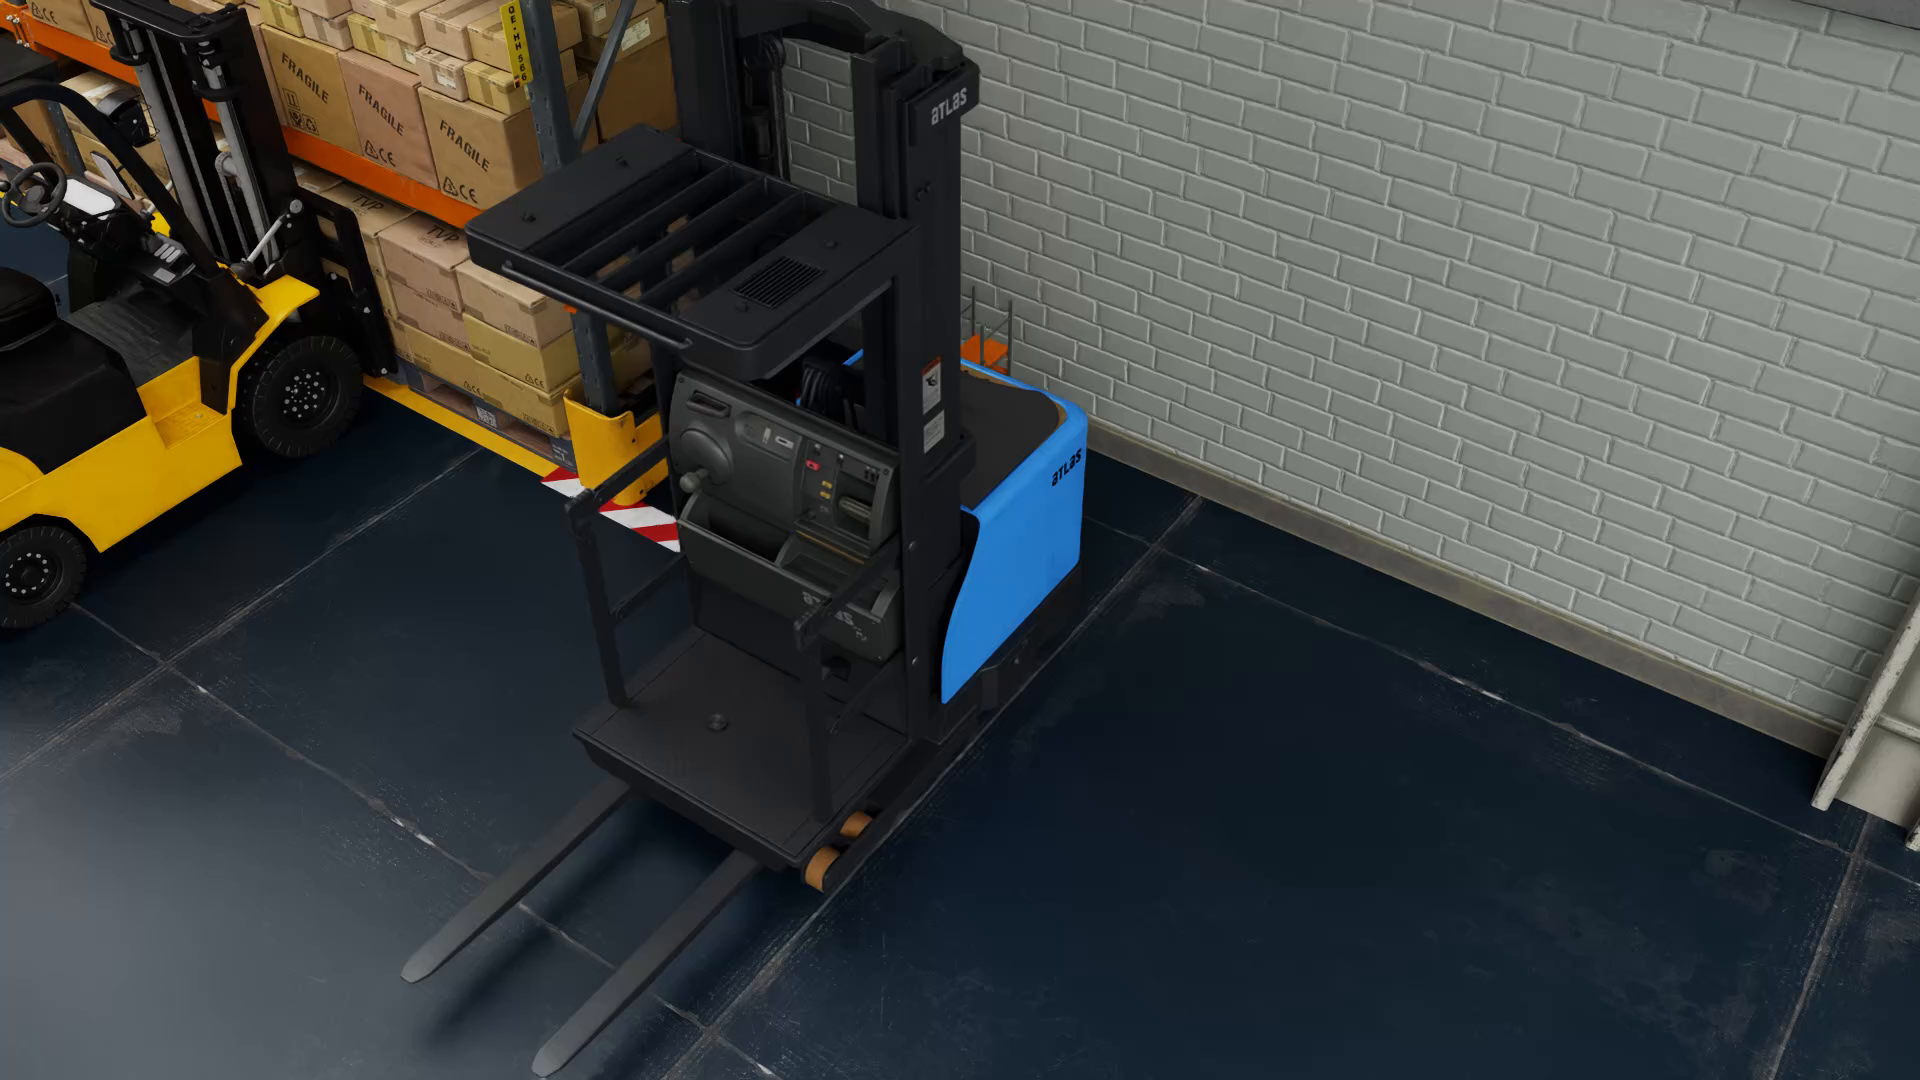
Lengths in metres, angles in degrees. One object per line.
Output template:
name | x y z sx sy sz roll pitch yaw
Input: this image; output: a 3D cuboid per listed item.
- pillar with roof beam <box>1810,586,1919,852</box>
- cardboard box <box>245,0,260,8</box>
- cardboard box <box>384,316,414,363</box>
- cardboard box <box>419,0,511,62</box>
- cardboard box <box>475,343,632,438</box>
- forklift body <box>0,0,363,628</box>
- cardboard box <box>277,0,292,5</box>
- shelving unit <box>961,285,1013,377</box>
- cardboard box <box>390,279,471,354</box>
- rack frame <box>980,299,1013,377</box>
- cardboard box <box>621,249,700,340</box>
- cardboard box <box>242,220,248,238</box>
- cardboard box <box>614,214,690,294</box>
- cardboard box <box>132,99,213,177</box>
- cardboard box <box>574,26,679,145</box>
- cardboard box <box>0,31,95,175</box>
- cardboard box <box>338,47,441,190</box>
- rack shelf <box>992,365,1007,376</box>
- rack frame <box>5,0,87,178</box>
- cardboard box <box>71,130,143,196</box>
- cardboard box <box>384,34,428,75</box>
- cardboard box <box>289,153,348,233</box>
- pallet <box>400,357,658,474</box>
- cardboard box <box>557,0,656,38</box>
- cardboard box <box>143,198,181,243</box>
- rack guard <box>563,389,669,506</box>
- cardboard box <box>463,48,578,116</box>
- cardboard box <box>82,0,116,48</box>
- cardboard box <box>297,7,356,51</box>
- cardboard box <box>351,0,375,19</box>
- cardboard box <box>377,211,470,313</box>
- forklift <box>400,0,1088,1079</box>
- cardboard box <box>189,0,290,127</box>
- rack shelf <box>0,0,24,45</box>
pillar with roof beam | 1.034 0.002 0.748 0.400 9.000 9.100 25 48 25
cardboard box | -3.016 -2.533 7.518 0.250 0.149 0.380 25 47 25
cardboard box | -2.727 -1.183 8.318 0.500 0.250 0.500 26 48 26
cardboard box | -1.988 -2.141 6.857 0.250 0.149 0.380 25 48 25
cardboard box | -1.920 -0.791 7.880 0.500 0.250 0.500 25 48 26
forklift body | -3.954 -1.065 7.076 1.214 2.155 2.313 25 48 25
cardboard box | -2.871 -2.497 7.255 0.250 0.149 0.380 26 48 26
shelving unit | 0.072 -0.506 7.164 0.189 1.200 0.258 24 47 24
cardboard box | -2.337 -1.183 7.943 0.500 0.250 0.500 25 47 25
rack frame | 0.148 -0.473 7.127 0.006 1.200 0.240 24 47 24
cardboard box | -1.620 -1.263 8.033 0.500 0.250 0.500 26 48 26
cardboard box | -3.592 -1.757 8.585 0.500 0.250 0.500 25 47 25
cardboard box | -1.639 -1.443 7.859 0.500 0.250 0.500 24 47 25
cardboard box | -4.000 -2.130 8.626 0.500 0.250 0.500 25 48 25
cardboard box | -1.600 -2.030 7.443 0.500 0.500 0.500 27 48 27
cardboard box | -5.063 -2.648 9.674 0.625 0.625 0.875 27 48 27
cardboard box | -2.327 -1.938 7.339 0.500 0.500 0.500 27 48 27
rack shelf | 0.072 -0.652 7.034 0.180 0.103 0.258 24 47 24
rack frame | -4.629 -3.183 8.806 0.127 3.000 1.000 25 48 25
cardboard box | -4.410 -2.147 9.021 0.500 0.250 0.500 25 47 25
cardboard box | -2.203 -2.125 7.062 0.250 0.149 0.380 26 48 26
cardboard box | -3.161 -1.740 8.191 0.500 0.250 0.500 24 47 25
pallet | -2.004 -0.882 8.326 1.213 0.211 1.003 25 48 25
cardboard box | -1.507 -2.287 7.020 0.250 0.149 0.380 24 47 25
cardboard box | -3.999 -1.763 8.966 0.500 0.250 0.500 24 47 24
rack guard | -1.335 -0.711 7.918 0.348 0.500 1.175 25 48 25
cardboard box | -1.799 -1.910 6.822 0.250 0.149 0.380 26 48 26
cardboard box | -3.980 -2.718 8.211 0.500 0.500 0.500 26 48 26
cardboard box | -2.645 -2.302 7.260 0.250 0.149 0.380 24 47 24
cardboard box | -2.379 -2.362 7.104 0.250 0.149 0.380 25 48 26
cardboard box | -2.332 -1.354 7.760 0.500 0.250 0.500 26 48 26
forklift | -0.735 -0.179 5.500 1.130 2.935 3.031 25 47 25
cardboard box | -3.165 -2.320 7.767 0.500 0.500 0.500 25 48 26
rack shelf | -6.267 -3.681 9.902 4.000 0.370 1.077 25 48 25
